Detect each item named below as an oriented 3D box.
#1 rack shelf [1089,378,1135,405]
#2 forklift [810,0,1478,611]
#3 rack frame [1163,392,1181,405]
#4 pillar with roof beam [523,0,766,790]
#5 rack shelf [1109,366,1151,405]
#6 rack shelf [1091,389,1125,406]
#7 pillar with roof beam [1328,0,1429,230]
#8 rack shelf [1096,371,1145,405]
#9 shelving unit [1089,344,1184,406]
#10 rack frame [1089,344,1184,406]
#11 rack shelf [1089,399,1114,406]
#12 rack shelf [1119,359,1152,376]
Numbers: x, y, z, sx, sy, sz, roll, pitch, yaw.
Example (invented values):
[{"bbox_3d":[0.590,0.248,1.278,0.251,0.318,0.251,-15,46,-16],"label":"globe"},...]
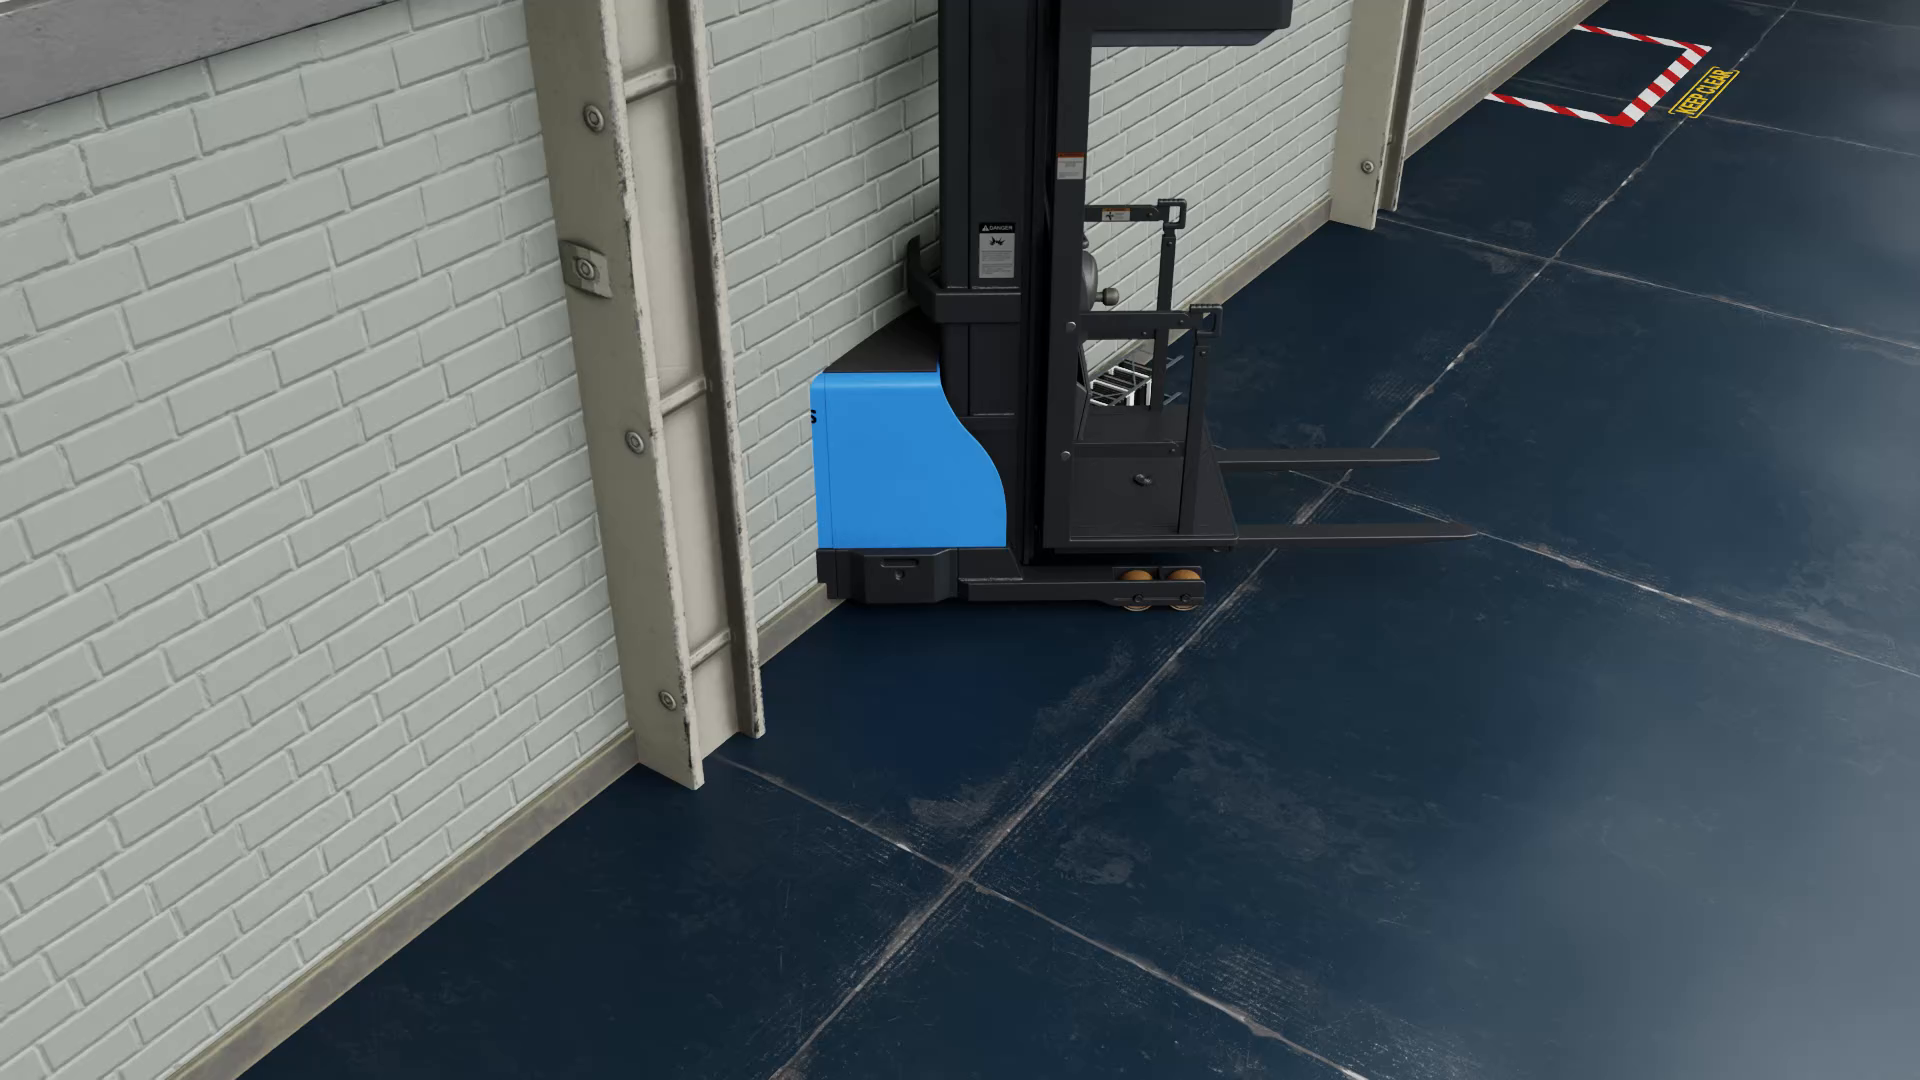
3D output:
[{"bbox_3d":[0.715,-0.648,8.007,0.258,0.200,0.077,22,39,32],"label":"rack shelf"},{"bbox_3d":[0.626,-1.221,6.439,3.031,2.935,1.130,-1,34,-1],"label":"forklift"},{"bbox_3d":[0.737,-0.577,8.083,0.240,0.006,0.900,22,39,32],"label":"rack frame"},{"bbox_3d":[2.577,-1.599,1.581,9.100,9.000,0.400,21,39,28],"label":"pillar with roof beam"},{"bbox_3d":[0.825,-0.726,8.125,0.258,0.200,0.077,22,39,32],"label":"rack shelf"},{"bbox_3d":[0.660,-0.609,7.947,0.258,0.200,0.077,22,39,32],"label":"rack shelf"},{"bbox_3d":[5.998,-4.360,5.664,9.100,9.000,0.400,21,39,28],"label":"pillar with roof beam"},{"bbox_3d":[0.770,-0.687,8.066,0.258,0.200,0.077,22,39,32],"label":"rack shelf"},{"bbox_3d":[0.735,-0.662,8.029,0.258,0.210,0.900,22,39,32],"label":"shelving unit"},{"bbox_3d":[0.734,-0.748,7.974,0.240,0.006,0.900,22,39,32],"label":"rack frame"},{"bbox_3d":[0.605,-0.570,7.888,0.258,0.200,0.077,22,39,32],"label":"rack shelf"},{"bbox_3d":[0.880,-0.765,8.185,0.258,0.200,0.077,22,39,32],"label":"rack shelf"}]
